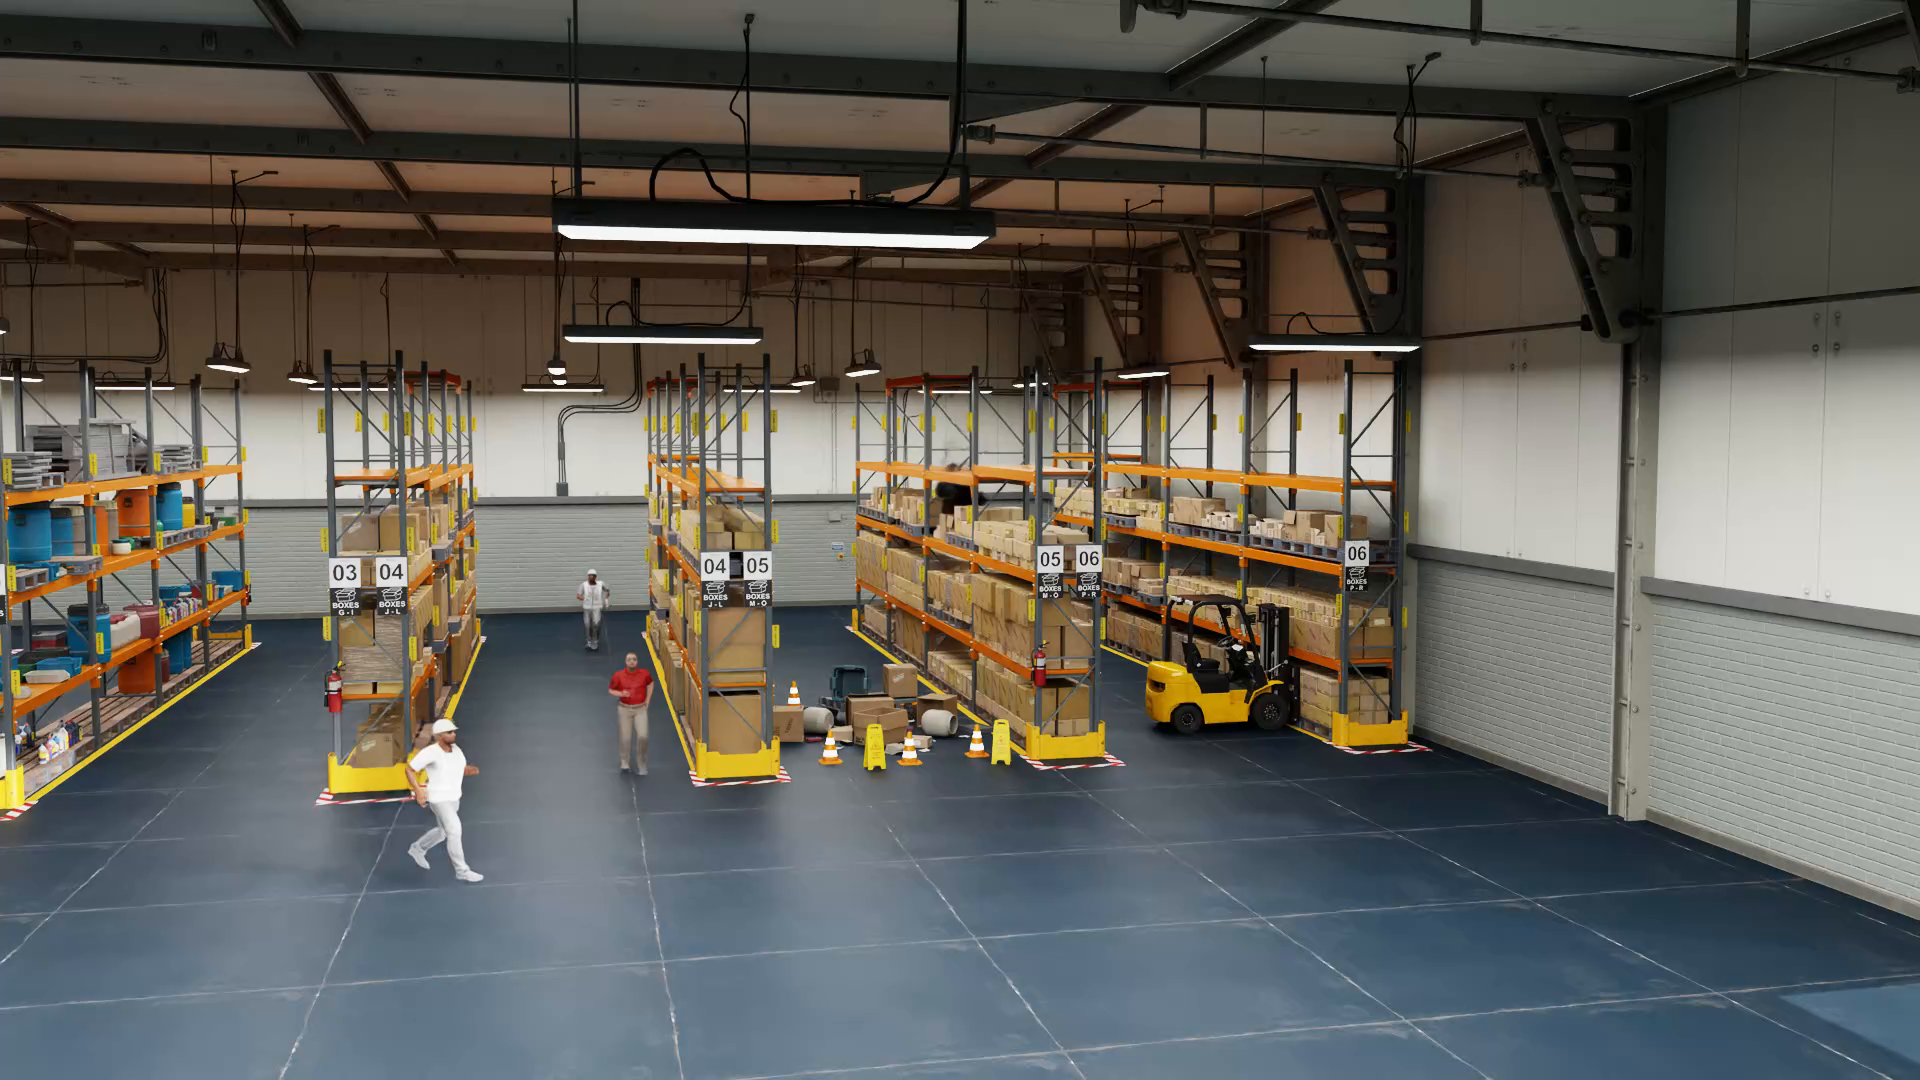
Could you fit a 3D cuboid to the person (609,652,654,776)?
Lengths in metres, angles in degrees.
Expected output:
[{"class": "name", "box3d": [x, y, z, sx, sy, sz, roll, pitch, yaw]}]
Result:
[{"class": "person", "box3d": [-4.680, 2.511, 23.760, 0.658, 1.813, 0.680, -1, 4, -17]}]

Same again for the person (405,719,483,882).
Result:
[{"class": "person", "box3d": [-5.660, 2.825, 18.198, 0.981, 1.750, 0.701, 1, 4, 17]}]

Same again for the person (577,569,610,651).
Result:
[{"class": "person", "box3d": [-8.156, 1.551, 36.933, 0.695, 1.806, 0.686, 0, 4, -7]}]
